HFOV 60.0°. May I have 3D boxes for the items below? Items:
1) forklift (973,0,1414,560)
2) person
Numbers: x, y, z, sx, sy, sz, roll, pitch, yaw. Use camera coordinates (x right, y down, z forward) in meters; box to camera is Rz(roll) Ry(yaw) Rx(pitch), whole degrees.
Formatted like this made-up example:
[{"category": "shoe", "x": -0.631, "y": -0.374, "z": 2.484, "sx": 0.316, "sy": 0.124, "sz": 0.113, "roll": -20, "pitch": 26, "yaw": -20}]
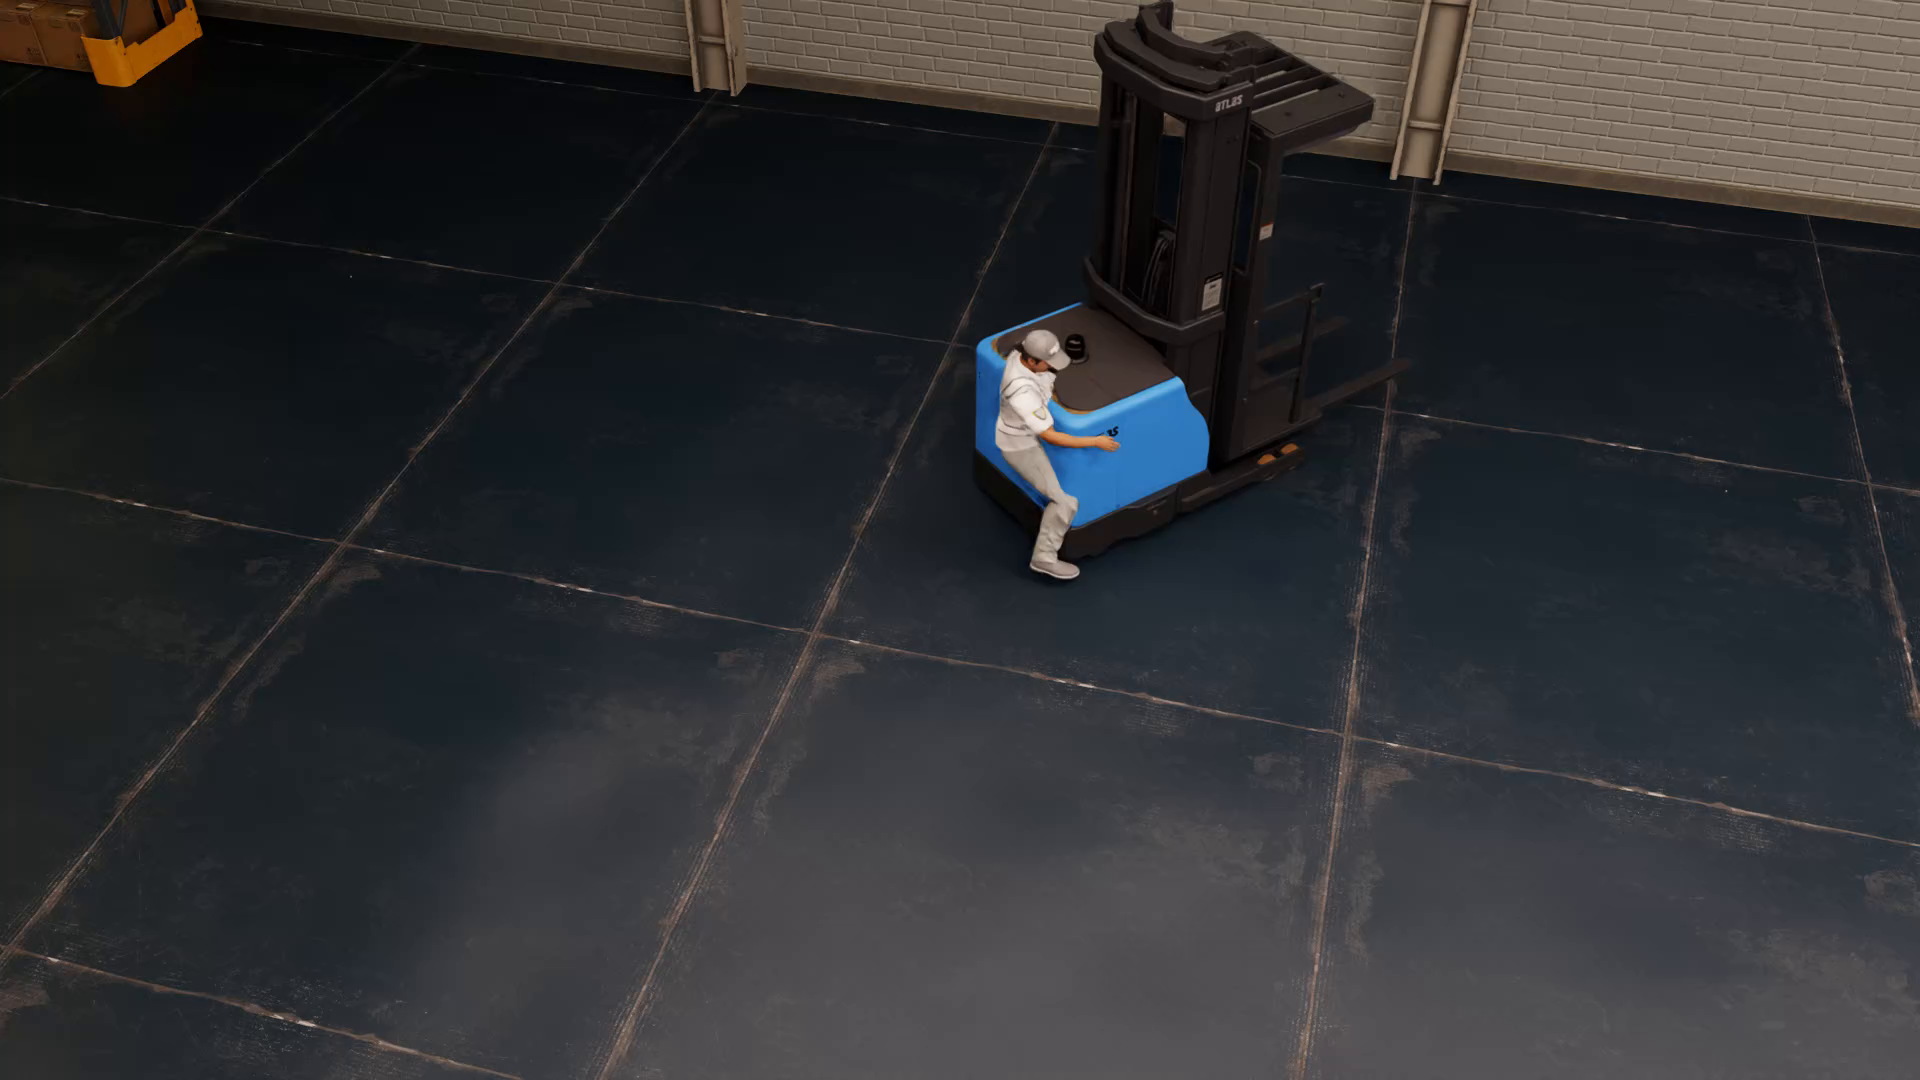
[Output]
[{"category": "forklift", "x": 1.589, "y": -1.744, "z": 9.852, "sx": 3.031, "sy": 2.935, "sz": 1.130, "roll": -24, "pitch": 47, "yaw": -25}, {"category": "person", "x": 0.570, "y": -0.603, "z": 9.594, "sx": 0.744, "sy": 1.466, "sz": 0.850, "roll": 7, "pitch": 42, "yaw": 8}]
